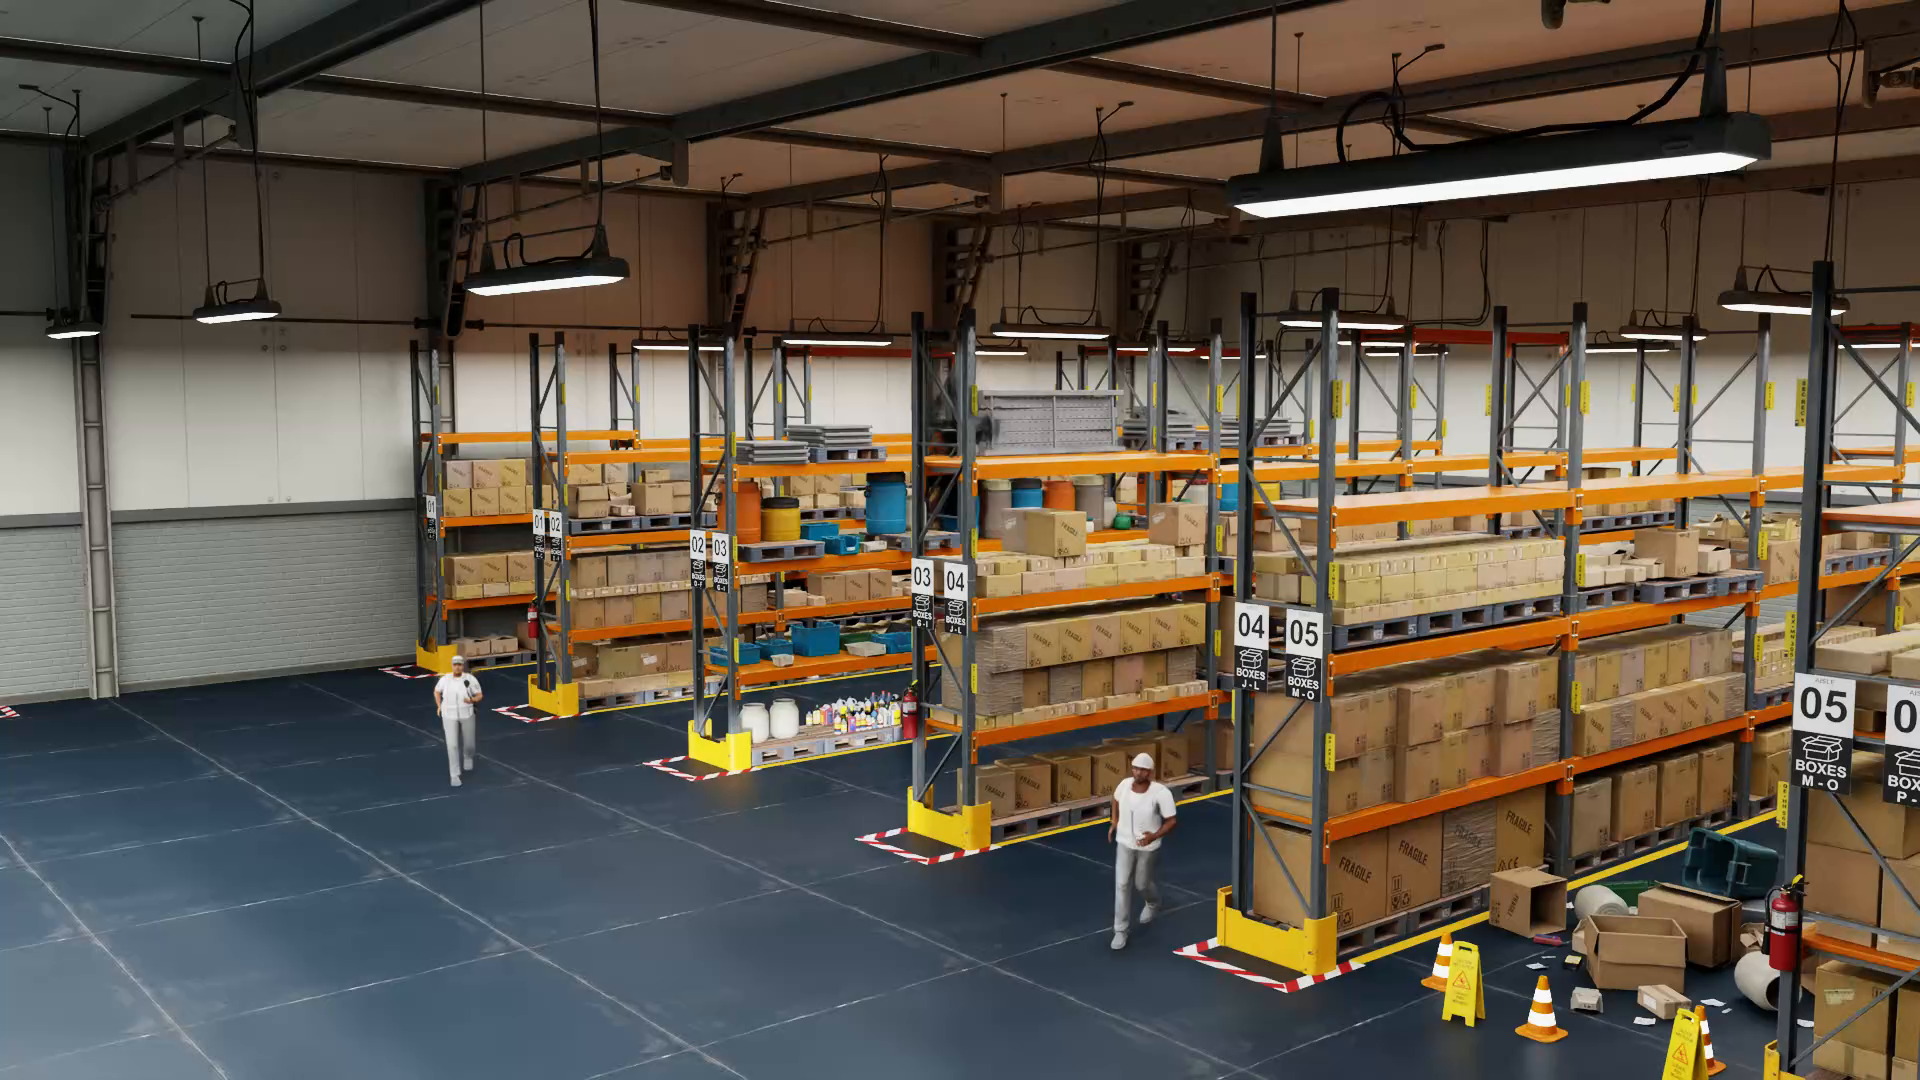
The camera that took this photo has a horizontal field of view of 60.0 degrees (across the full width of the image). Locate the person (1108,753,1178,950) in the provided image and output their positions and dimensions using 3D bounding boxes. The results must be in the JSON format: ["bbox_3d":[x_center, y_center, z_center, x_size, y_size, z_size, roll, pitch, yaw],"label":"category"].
[{"bbox_3d":[1.696,2.848,15.530,0.698,1.765,0.937,3,6,25],"label":"person"}]

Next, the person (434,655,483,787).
[{"bbox_3d":[-6.554,2.322,21.722,0.600,1.643,0.880,-2,6,-17],"label":"person"}]
